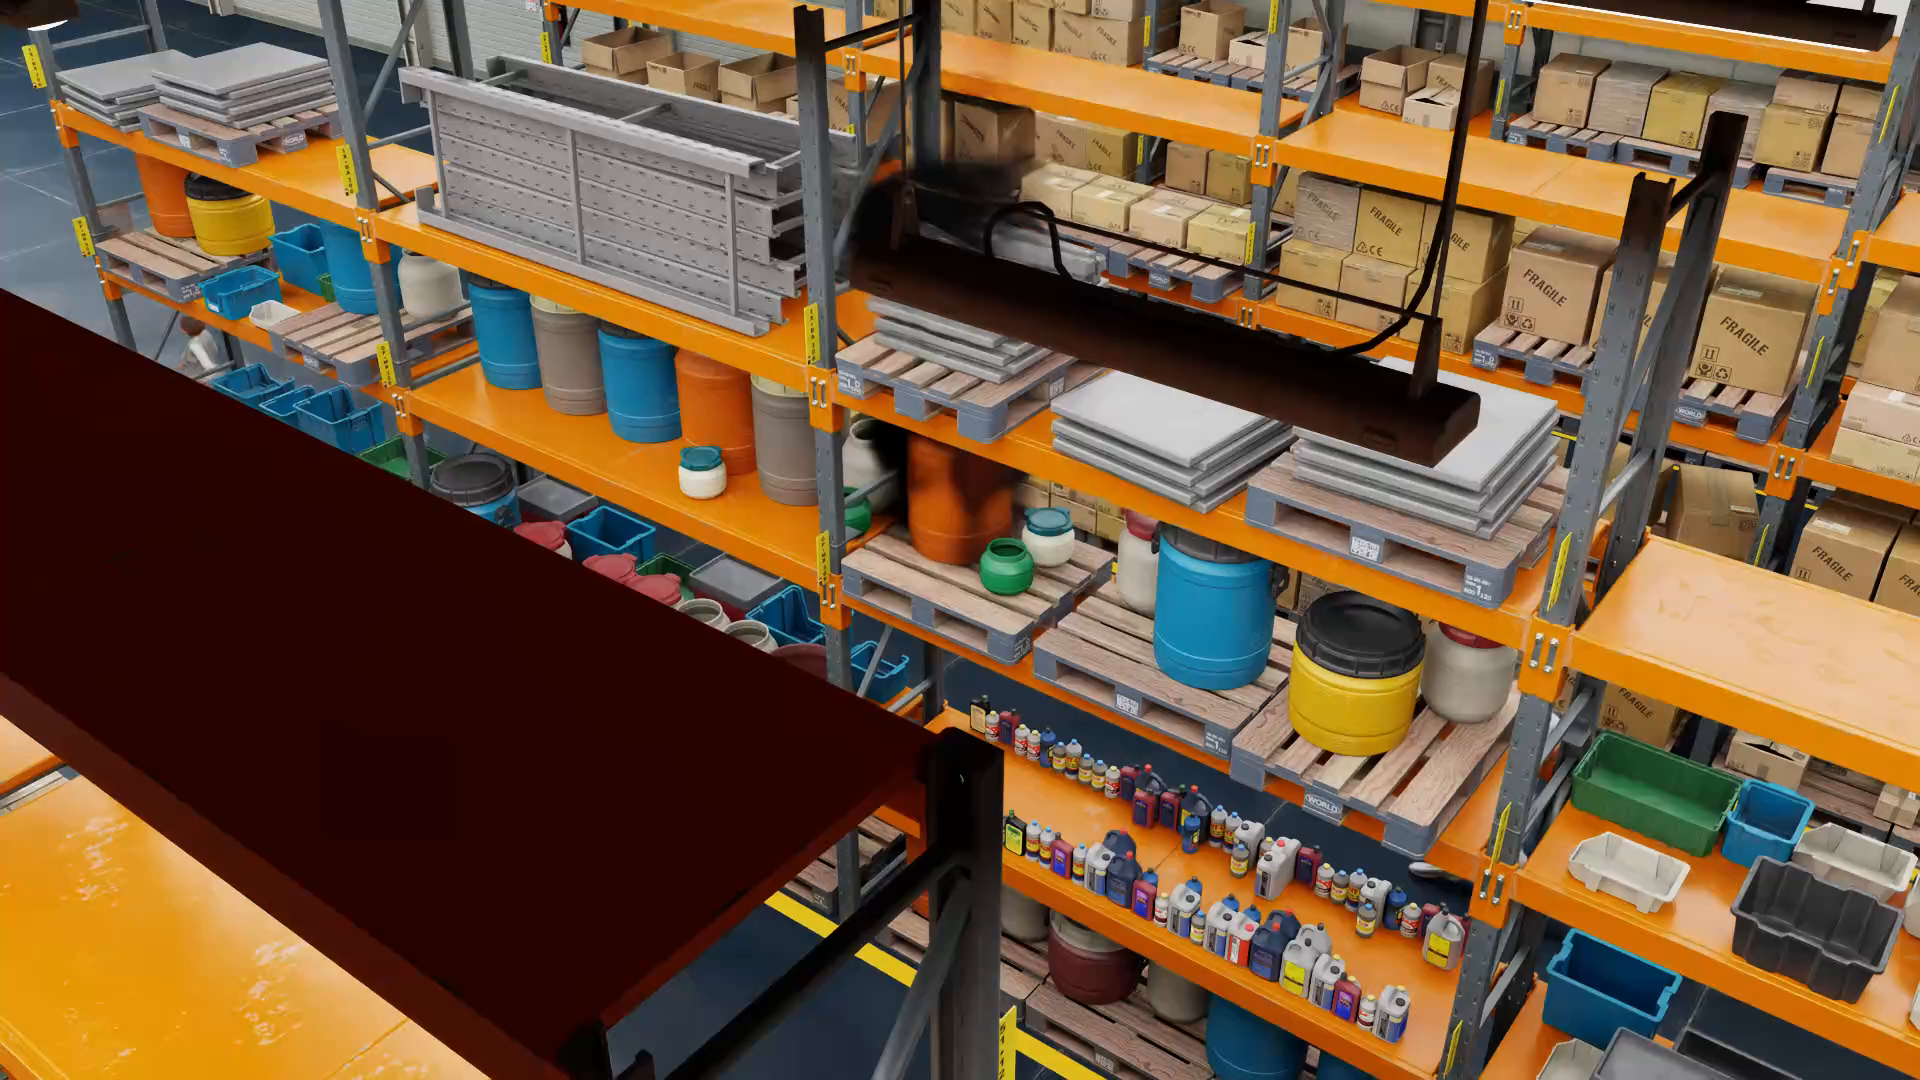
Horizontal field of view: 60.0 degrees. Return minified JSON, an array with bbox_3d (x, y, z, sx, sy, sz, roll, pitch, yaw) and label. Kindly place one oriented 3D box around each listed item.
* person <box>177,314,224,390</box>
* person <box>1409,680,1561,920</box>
[{"bbox_3d":[-7.263,-1.435,16.167,0.787,1.486,0.561,-1,31,-1],"label":"person"},{"bbox_3d":[3.531,1.675,10.786,1.045,1.773,0.690,18,36,27],"label":"person"}]
